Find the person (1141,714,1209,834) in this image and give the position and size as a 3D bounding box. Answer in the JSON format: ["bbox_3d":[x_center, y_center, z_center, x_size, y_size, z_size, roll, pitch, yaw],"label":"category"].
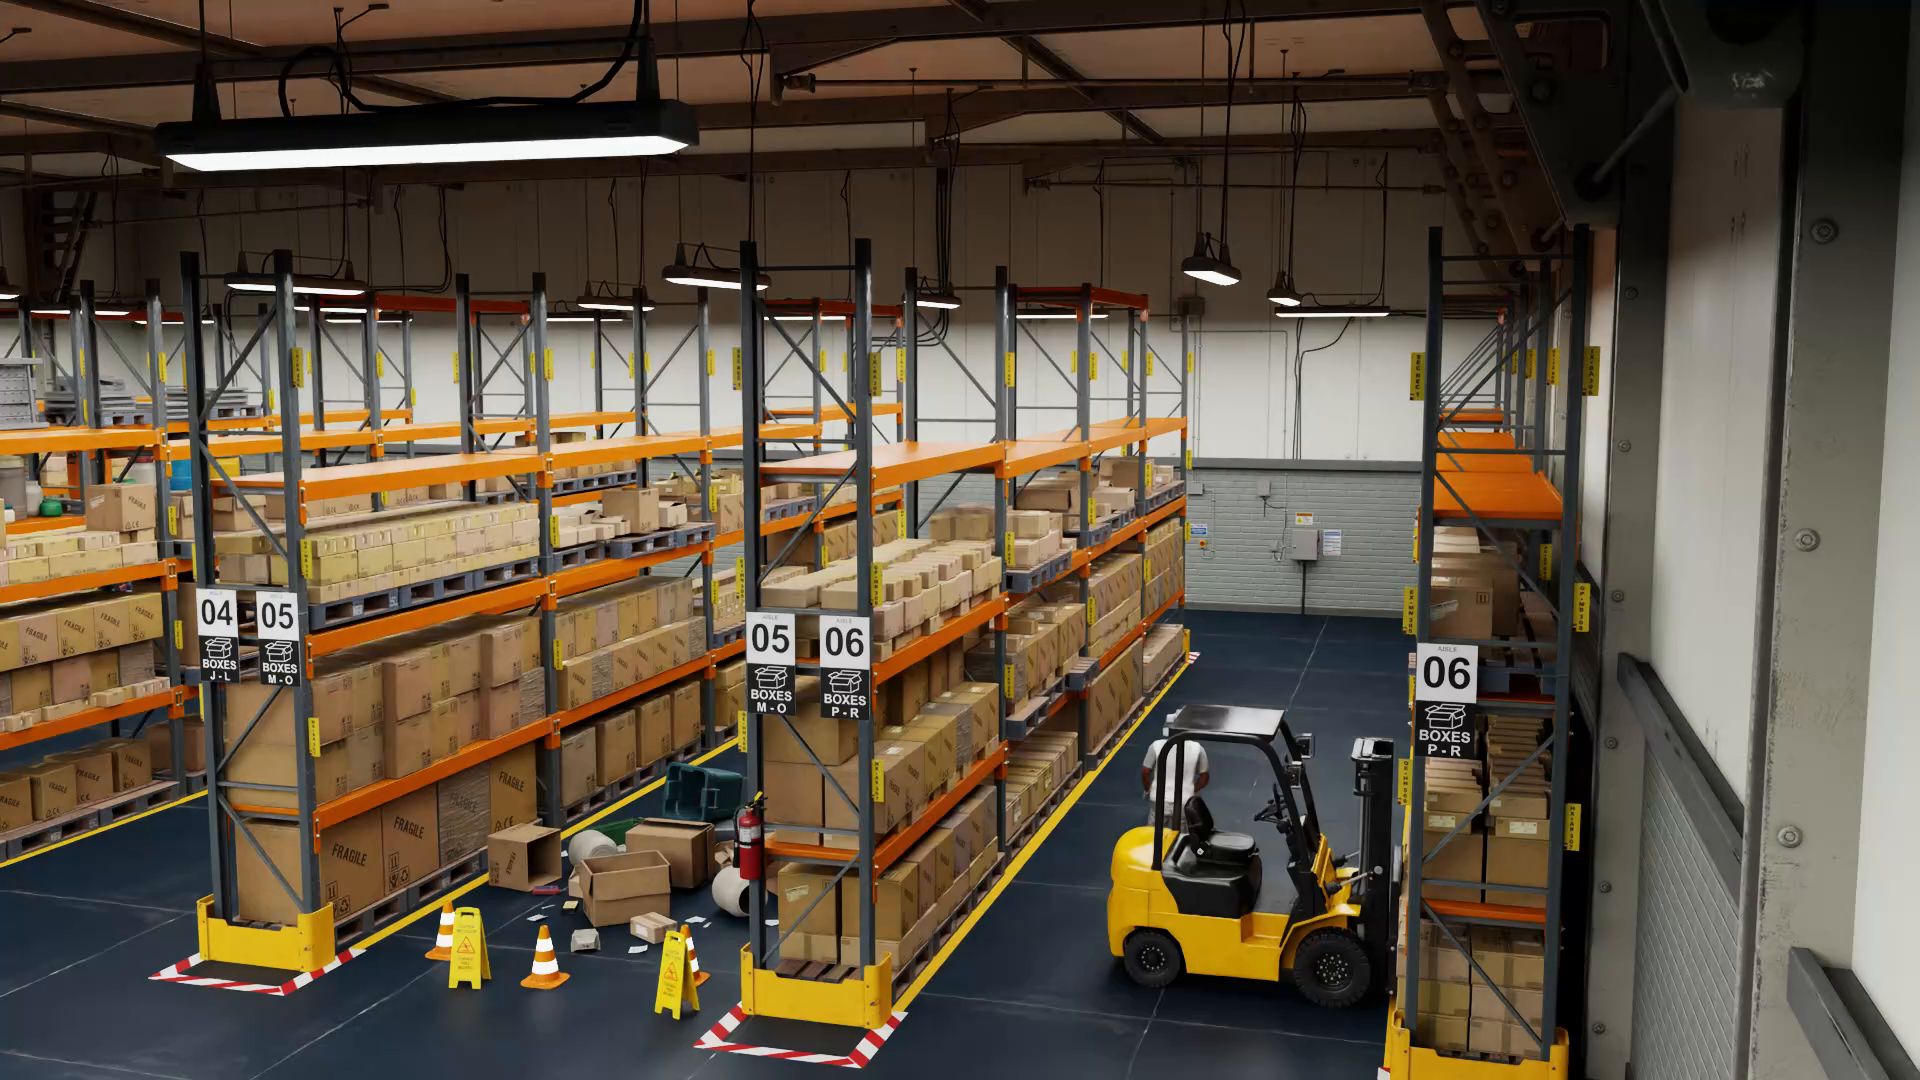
[{"bbox_3d":[2.059,2.542,15.998,0.653,1.700,0.816,1,7,12],"label":"person"}]
